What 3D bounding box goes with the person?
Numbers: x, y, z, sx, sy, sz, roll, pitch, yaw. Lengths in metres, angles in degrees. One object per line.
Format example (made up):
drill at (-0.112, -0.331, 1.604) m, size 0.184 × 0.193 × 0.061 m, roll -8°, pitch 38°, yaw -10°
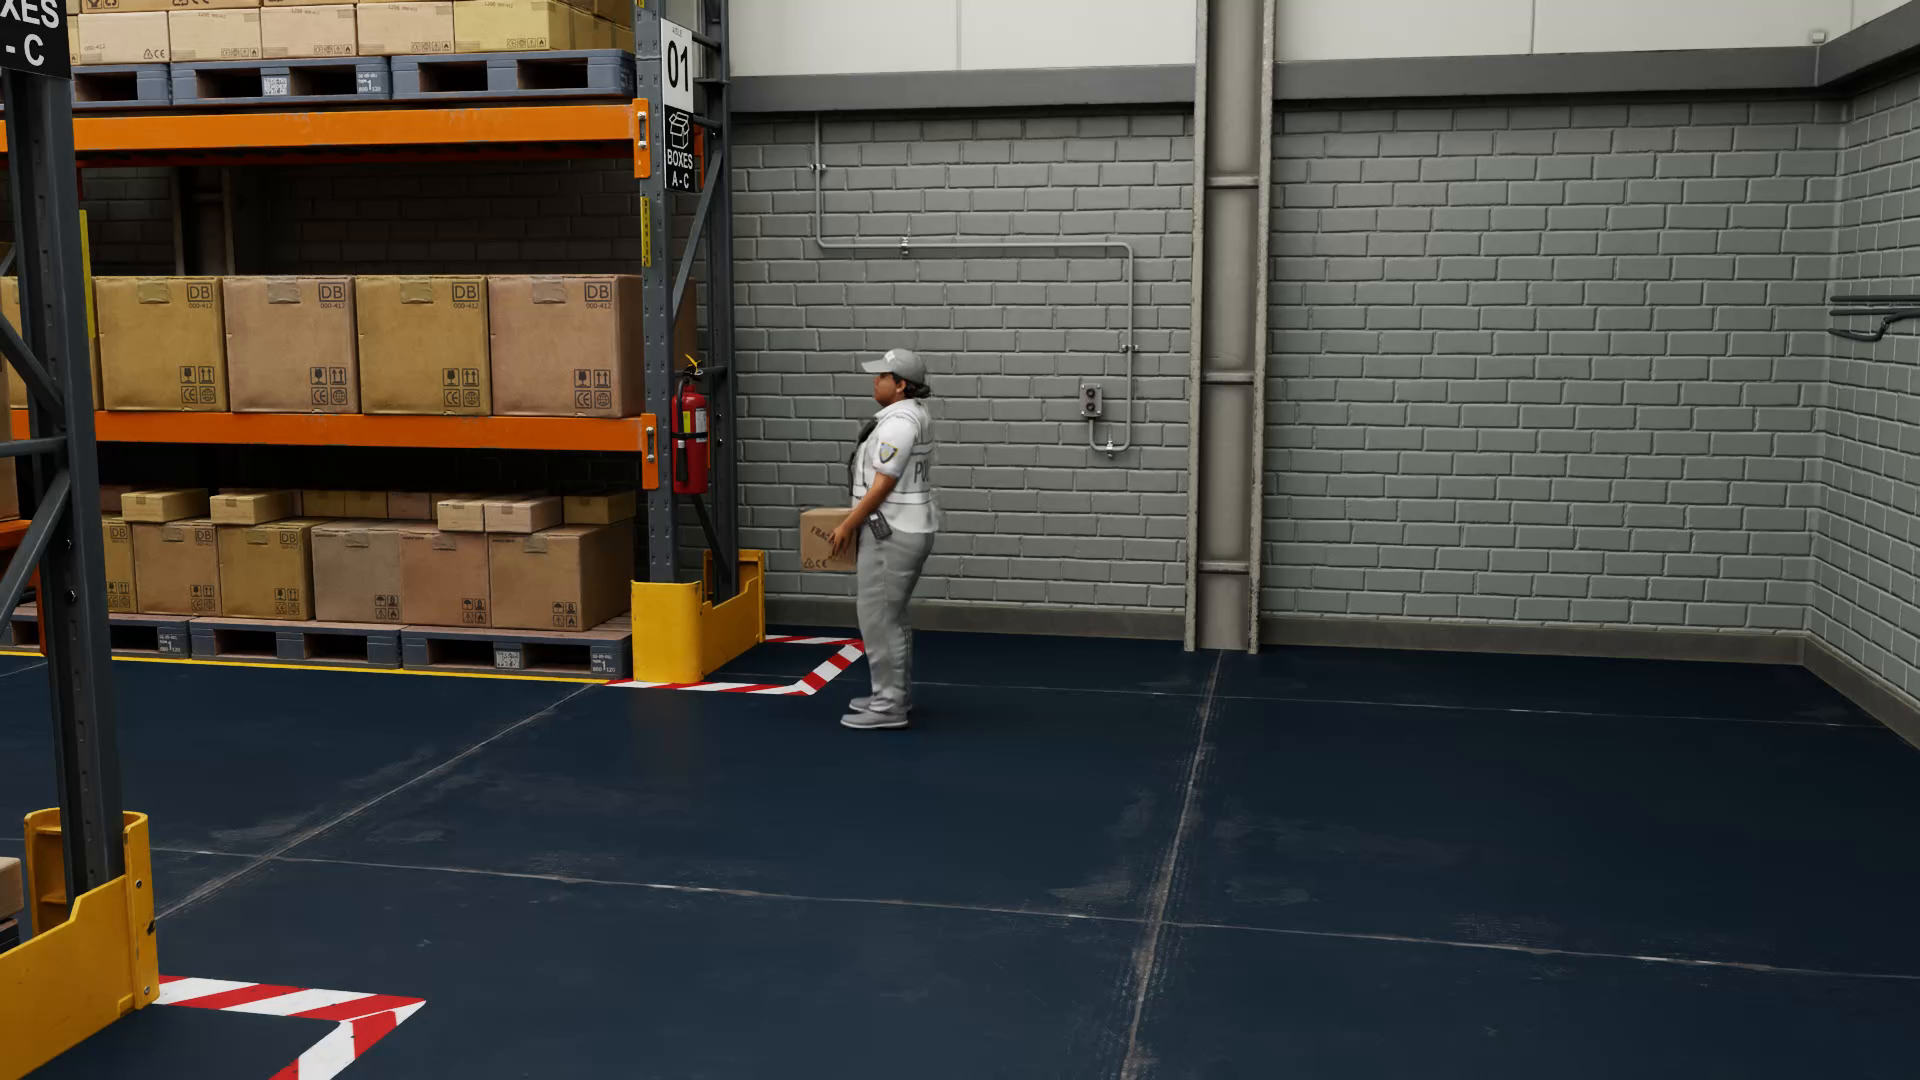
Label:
person at (-0.335, -0.008, 7.347) m, size 0.466 × 1.670 × 0.528 m, roll 1°, pitch 8°, yaw 9°
